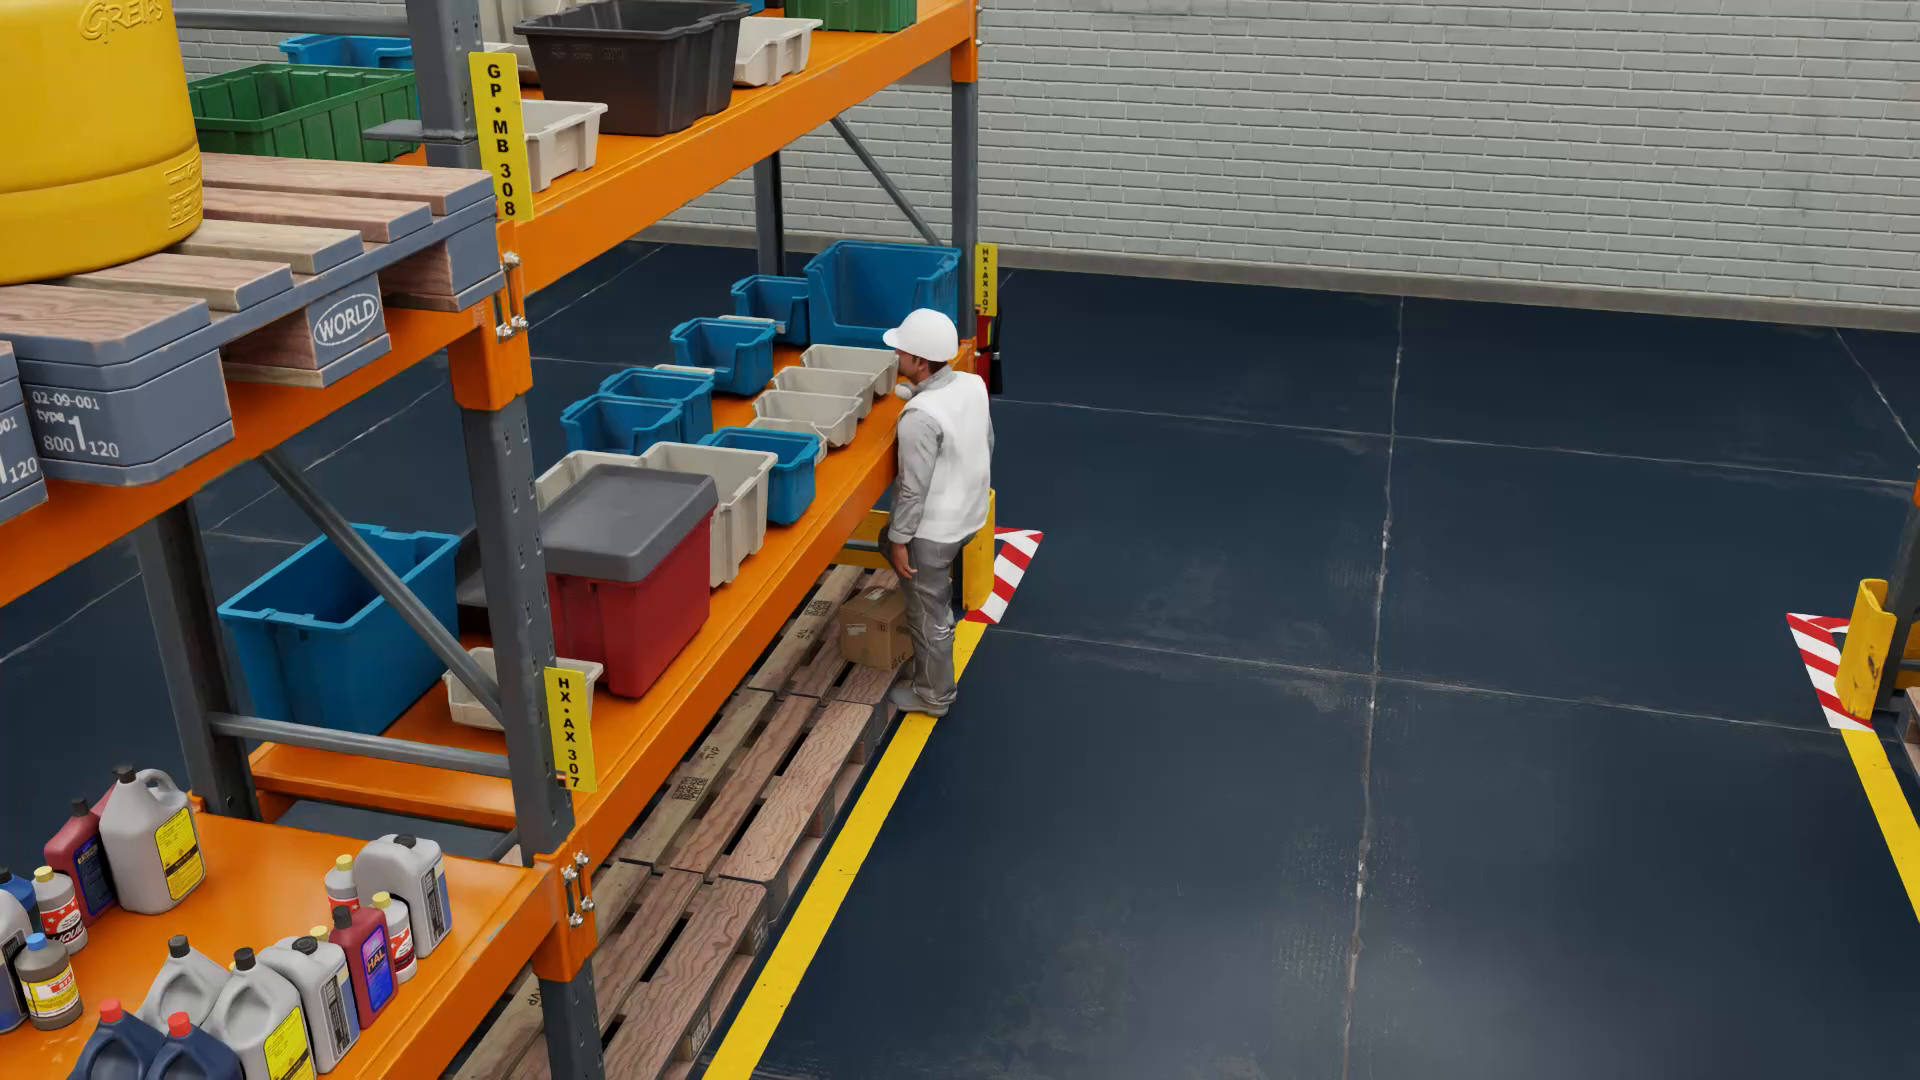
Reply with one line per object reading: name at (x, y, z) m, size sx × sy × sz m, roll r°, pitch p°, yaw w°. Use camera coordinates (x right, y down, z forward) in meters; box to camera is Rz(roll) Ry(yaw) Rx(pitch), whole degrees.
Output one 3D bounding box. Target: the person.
person at (-0.174, -0.106, 6.778) m, size 0.609 × 1.778 × 0.637 m, roll 15°, pitch 29°, yaw 28°
